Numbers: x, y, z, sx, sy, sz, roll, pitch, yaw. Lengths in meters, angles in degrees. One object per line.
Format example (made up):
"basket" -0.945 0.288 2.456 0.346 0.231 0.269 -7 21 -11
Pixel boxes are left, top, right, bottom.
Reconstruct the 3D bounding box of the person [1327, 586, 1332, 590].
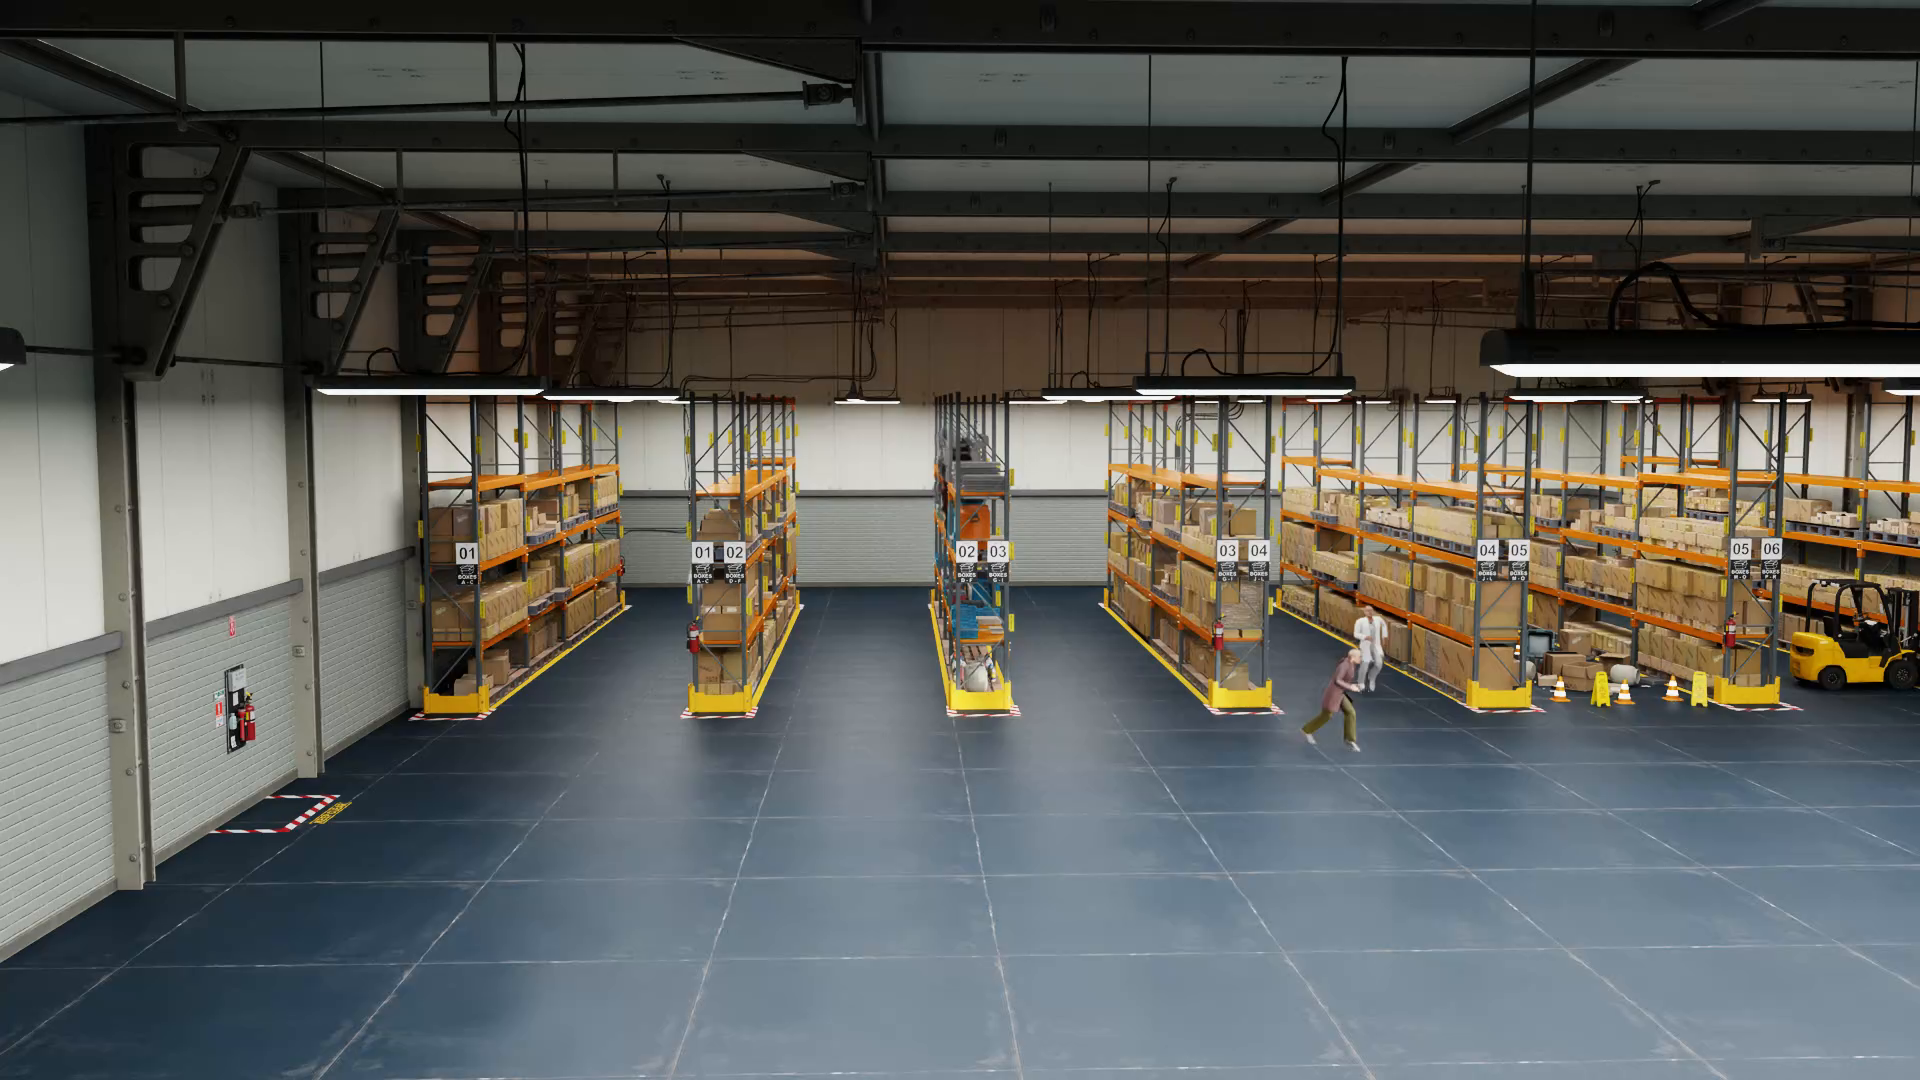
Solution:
"person" 10.631 1.141 48.603 0.784 1.441 0.699 -1 5 -13

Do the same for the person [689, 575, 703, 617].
"person" -6.975 1.288 44.632 0.613 1.598 0.623 0 5 -6

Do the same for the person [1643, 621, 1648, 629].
"person" 16.357 1.709 39.222 0.683 1.715 0.700 0 5 -3

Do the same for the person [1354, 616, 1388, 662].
"person" 8.229 1.968 33.267 0.733 0.936 0.590 0 5 0

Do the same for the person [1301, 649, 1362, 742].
"person" 6.377 2.585 27.818 0.675 1.566 0.755 2 5 25
